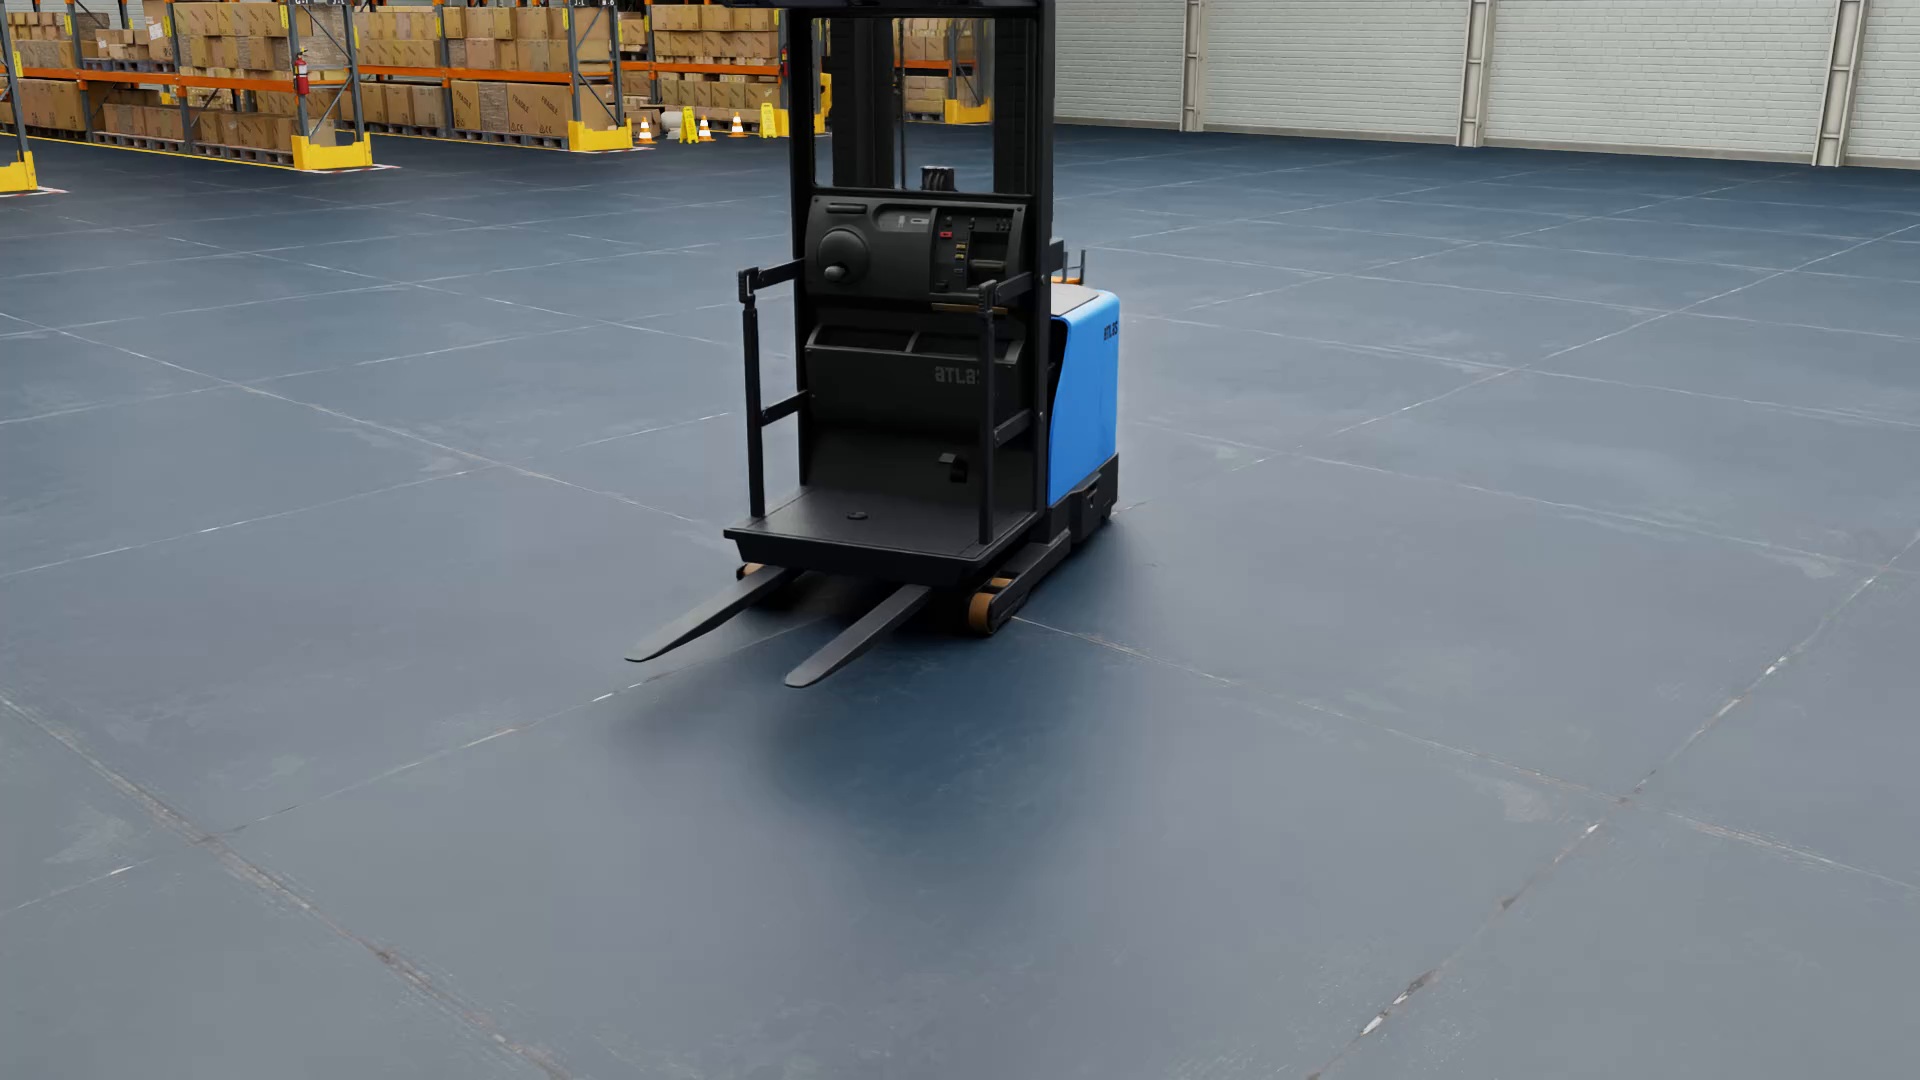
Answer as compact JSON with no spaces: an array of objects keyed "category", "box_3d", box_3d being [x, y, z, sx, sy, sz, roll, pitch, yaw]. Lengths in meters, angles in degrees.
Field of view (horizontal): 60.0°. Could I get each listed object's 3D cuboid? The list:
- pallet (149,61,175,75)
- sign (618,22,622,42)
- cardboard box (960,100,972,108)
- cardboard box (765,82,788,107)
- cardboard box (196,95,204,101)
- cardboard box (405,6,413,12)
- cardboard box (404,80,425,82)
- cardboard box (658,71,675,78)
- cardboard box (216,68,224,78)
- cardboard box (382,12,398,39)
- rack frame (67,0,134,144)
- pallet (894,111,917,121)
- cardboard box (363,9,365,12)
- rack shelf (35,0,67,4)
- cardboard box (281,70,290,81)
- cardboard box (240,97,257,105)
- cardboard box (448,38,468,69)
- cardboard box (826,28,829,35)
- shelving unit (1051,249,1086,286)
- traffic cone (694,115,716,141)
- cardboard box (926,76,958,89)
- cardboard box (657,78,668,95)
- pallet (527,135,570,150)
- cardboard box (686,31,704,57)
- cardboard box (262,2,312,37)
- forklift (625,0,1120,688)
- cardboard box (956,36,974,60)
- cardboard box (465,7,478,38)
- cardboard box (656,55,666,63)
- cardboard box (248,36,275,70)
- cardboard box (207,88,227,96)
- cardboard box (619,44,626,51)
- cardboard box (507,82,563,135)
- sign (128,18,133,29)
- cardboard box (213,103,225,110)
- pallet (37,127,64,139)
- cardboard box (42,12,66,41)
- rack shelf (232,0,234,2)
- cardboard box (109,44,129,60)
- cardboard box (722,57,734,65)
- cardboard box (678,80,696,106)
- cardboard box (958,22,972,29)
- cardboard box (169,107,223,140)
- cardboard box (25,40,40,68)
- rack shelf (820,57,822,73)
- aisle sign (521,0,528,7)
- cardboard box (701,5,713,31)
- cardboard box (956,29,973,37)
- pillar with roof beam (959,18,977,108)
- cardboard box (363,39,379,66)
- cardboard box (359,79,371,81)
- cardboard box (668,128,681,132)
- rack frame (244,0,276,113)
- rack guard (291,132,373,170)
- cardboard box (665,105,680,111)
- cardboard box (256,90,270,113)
[{"category":"pallet","box_3d":[-13.188,-8.141,28.623,1.213,0.211,1.003,15,23,39]},{"category":"sign","box_3d":[-5.981,-8.920,29.197,0.005,0.325,0.100,15,23,39]},{"category":"cardboard box","box_3d":[-0.089,-9.642,36.885,0.500,0.250,0.500,15,23,39]},{"category":"cardboard box","box_3d":[-3.581,-8.962,33.502,0.500,0.500,0.500,14,22,37]},{"category":"cardboard box","box_3d":[-17.308,-10.173,38.234,0.250,0.149,0.380,14,22,37]},{"category":"cardboard box","box_3d":[-13.278,-12.937,40.526,0.250,0.149,0.380,15,23,39]},{"category":"cardboard box","box_3d":[-13.860,-11.385,42.069,0.875,0.438,0.875,16,24,41]},{"category":"cardboard box","box_3d":[-7.496,-11.909,42.543,0.250,0.149,0.380,15,23,39]},{"category":"cardboard box","box_3d":[-11.801,-7.570,26.921,0.250,0.149,0.380,15,23,39]},{"category":"cardboard box","box_3d":[-10.861,-10.077,32.587,0.500,0.500,0.700,15,23,39]},{"category":"rack frame","box_3d":[-15.705,-8.850,30.538,0.127,3.000,1.000,15,23,39]},{"category":"pallet","box_3d":[-1.359,-9.669,37.730,1.213,0.211,1.003,15,23,39]},{"category":"cardboard box","box_3d":[-14.785,-13.361,41.862,0.250,0.149,0.380,16,23,41]},{"category":"rack shelf","box_3d":[-17.201,-10.338,31.458,4.000,0.370,1.077,15,23,39]},{"category":"cardboard box","box_3d":[-10.258,-7.184,25.706,0.250,0.149,0.380,15,23,39]},{"category":"cardboard box","box_3d":[-15.775,-9.729,36.836,0.250,0.149,0.380,16,23,40]},{"category":"cardboard box","box_3d":[-9.061,-9.148,31.231,0.550,0.550,0.875,15,23,39]},{"category":"cardboard box","box_3d":[-3.246,-11.788,38.557,0.250,0.149,0.380,16,24,41]},{"category":"shelving unit","box_3d":[0.316,-0.848,8.269,0.503,1.200,0.258,9,15,26]},{"category":"traffic cone","box_3d":[-4.804,-7.751,31.271,0.334,0.463,0.336,15,23,39]},{"category":"cardboard box","box_3d":[-0.403,-9.997,36.352,0.500,0.250,0.500,16,24,41]},{"category":"cardboard box","box_3d":[-7.455,-11.568,42.541,0.500,0.500,0.500,14,22,37]},{"category":"pallet","box_3d":[-7.003,-7.159,29.820,1.213,0.211,1.003,15,23,39]},{"category":"cardboard box","box_3d":[-5.233,-10.127,33.907,0.500,0.500,0.500,15,23,39]},{"category":"cardboard box","box_3d":[-10.297,-7.964,25.437,0.500,0.500,0.500,15,23,39]},{"category":"forklift","box_3d":[-0.263,-1.172,6.459,1.130,2.935,3.031,7,19,21]},{"category":"cardboard box","box_3d":[-0.038,-10.819,36.578,0.500,0.500,0.500,16,24,41]},{"category":"cardboard box","box_3d":[-8.604,-9.569,30.770,0.550,0.550,0.875,15,23,39]},{"category":"cardboard box","box_3d":[-6.112,-10.033,34.682,0.250,0.149,0.380,15,23,39]},{"category":"cardboard box","box_3d":[-10.568,-7.623,26.015,0.500,0.500,0.875,15,23,39]},{"category":"cardboard box","box_3d":[-16.792,-10.137,37.630,0.250,0.149,0.380,14,22,37]},{"category":"cardboard box","box_3d":[-7.105,-10.510,35.492,0.250,0.149,0.380,15,23,38]},{"category":"cardboard box","box_3d":[-7.564,-7.830,30.143,0.875,0.875,0.875,15,23,38]},{"category":"sign","box_3d":[-15.352,-9.488,30.767,0.005,0.325,0.100,15,23,39]},{"category":"cardboard box","box_3d":[-16.622,-9.805,37.568,0.250,0.149,0.380,15,23,39]},{"category":"pallet","box_3d":[-17.153,-7.941,32.284,1.213,0.211,1.003,15,23,39]},{"category":"cardboard box","box_3d":[-16.726,-9.657,31.259,0.637,0.503,0.797,16,23,40]},{"category":"rack shelf","box_3d":[-16.825,-12.243,37.461,4.000,0.370,1.077,15,23,39]},{"category":"cardboard box","box_3d":[-14.604,-8.590,29.273,0.500,0.250,0.500,14,22,38]},{"category":"cardboard box","box_3d":[-4.568,-9.633,33.423,0.250,0.149,0.380,15,23,39]},{"category":"cardboard box","box_3d":[-5.465,-9.251,34.415,0.500,0.500,0.500,16,24,41]},{"category":"cardboard box","box_3d":[0.039,-11.224,36.289,0.250,0.149,0.380,14,23,38]},{"category":"cardboard box","box_3d":[-13.158,-7.193,28.722,0.500,0.500,0.700,13,22,35]},{"category":"cardboard box","box_3d":[-17.378,-9.248,31.627,0.500,0.500,0.500,16,23,40]},{"category":"rack shelf","box_3d":[-4.339,-11.471,39.987,4.000,0.370,1.077,15,23,39]},{"category":"aisle sign","box_3d":[-12.064,-15.008,45.645,0.004,0.787,0.394,15,23,39]},{"category":"cardboard box","box_3d":[-4.775,-10.519,33.487,0.500,0.500,0.700,15,23,39]},{"category":"cardboard box","box_3d":[0.067,-11.093,36.368,0.250,0.149,0.380,14,23,38]},{"category":"pillar with roof beam","box_3d":[-2.631,-12.838,33.189,0.400,9.000,9.100,15,23,39]},{"category":"cardboard box","box_3d":[-11.421,-9.645,32.879,0.500,0.500,0.500,15,23,39]},{"category":"cardboard box","box_3d":[-12.692,-9.511,34.820,0.500,0.250,0.500,14,22,37]},{"category":"cardboard box","box_3d":[-5.464,-7.933,32.361,0.380,0.149,0.250,-6,18,-18]},{"category":"rack frame","box_3d":[-15.329,-10.755,36.540,0.127,3.000,1.000,15,23,39]},{"category":"rack guard","box_3d":[-9.778,-6.067,25.903,0.348,0.500,1.175,15,23,39]},{"category":"cardboard box","box_3d":[-5.873,-8.999,34.859,0.500,0.250,0.500,14,22,37]},{"category":"cardboard box","box_3d":[-14.952,-9.555,36.198,0.500,0.500,0.500,16,24,41]}]
